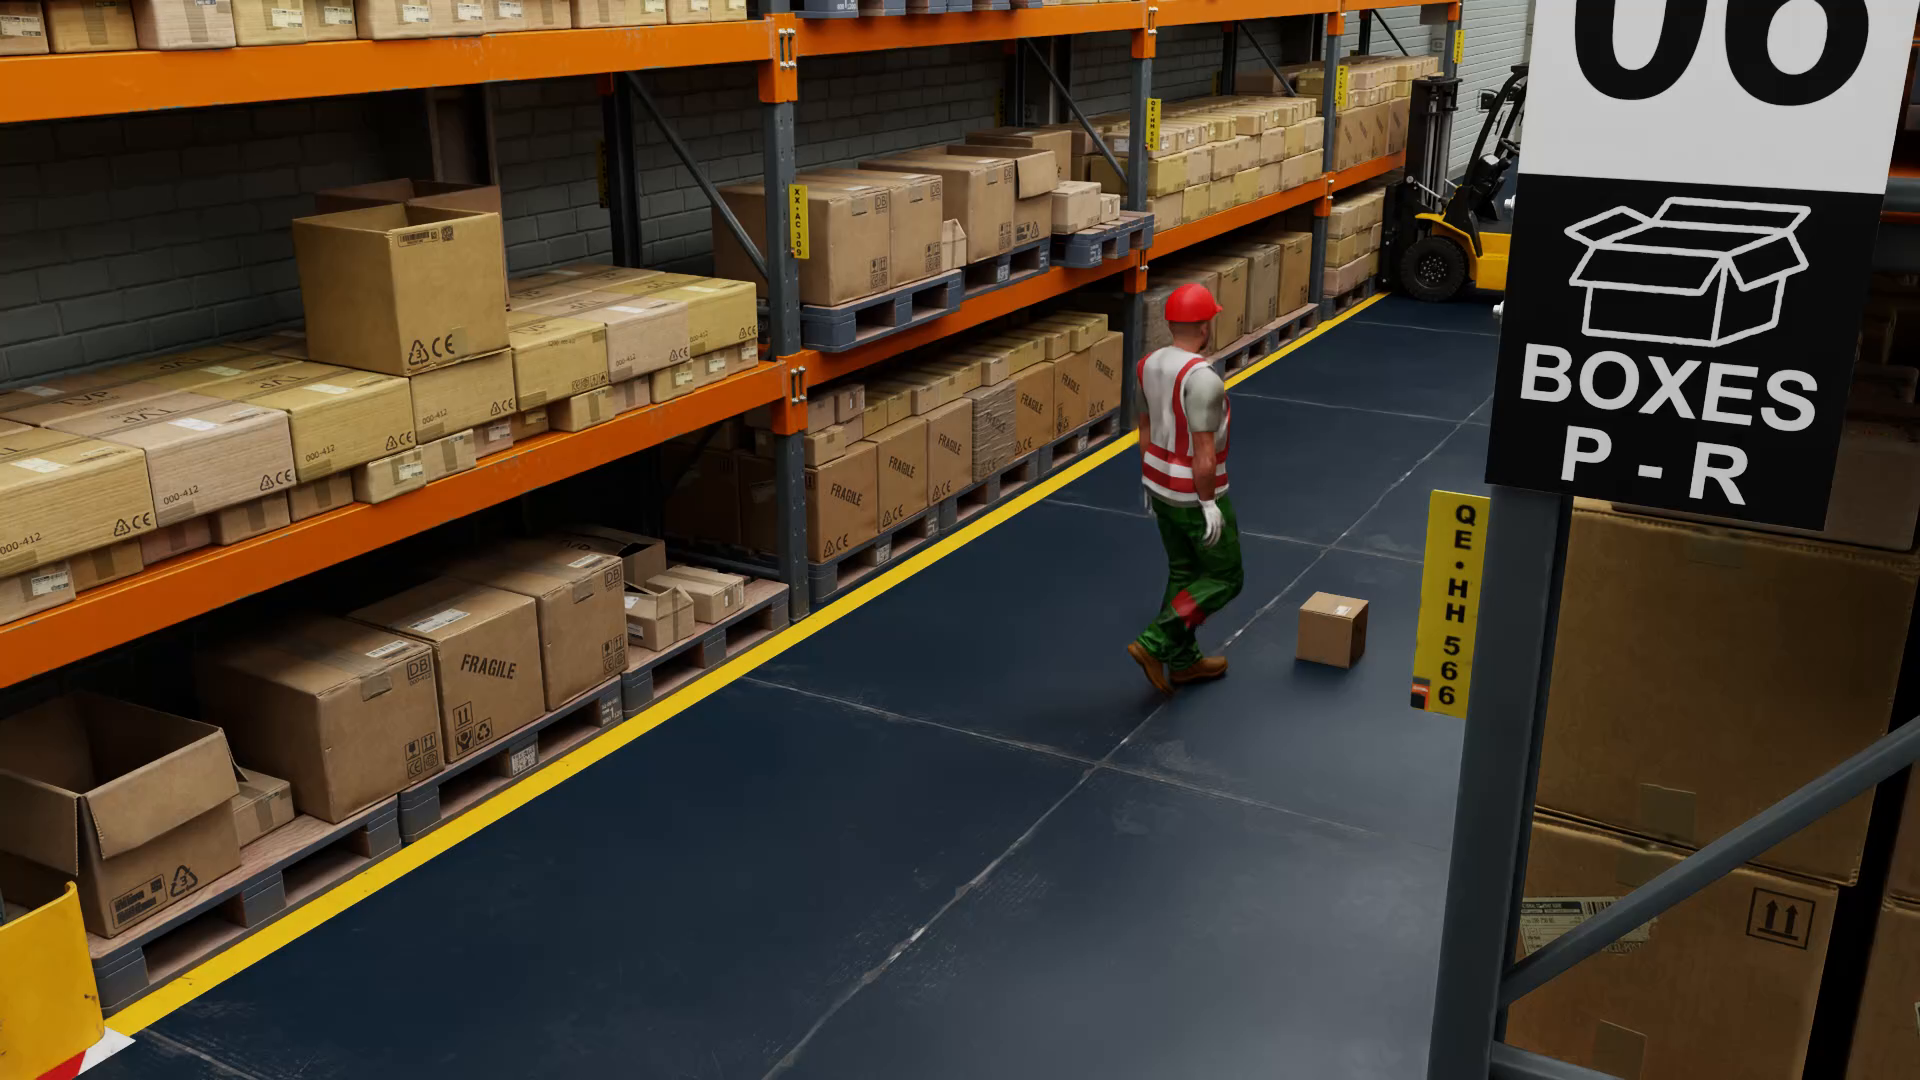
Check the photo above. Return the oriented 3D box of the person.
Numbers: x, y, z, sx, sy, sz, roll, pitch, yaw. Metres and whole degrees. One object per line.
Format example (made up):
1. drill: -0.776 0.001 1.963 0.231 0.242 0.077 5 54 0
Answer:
1. person: 0.953 -0.198 7.066 0.605 1.785 0.576 -9 21 -23
